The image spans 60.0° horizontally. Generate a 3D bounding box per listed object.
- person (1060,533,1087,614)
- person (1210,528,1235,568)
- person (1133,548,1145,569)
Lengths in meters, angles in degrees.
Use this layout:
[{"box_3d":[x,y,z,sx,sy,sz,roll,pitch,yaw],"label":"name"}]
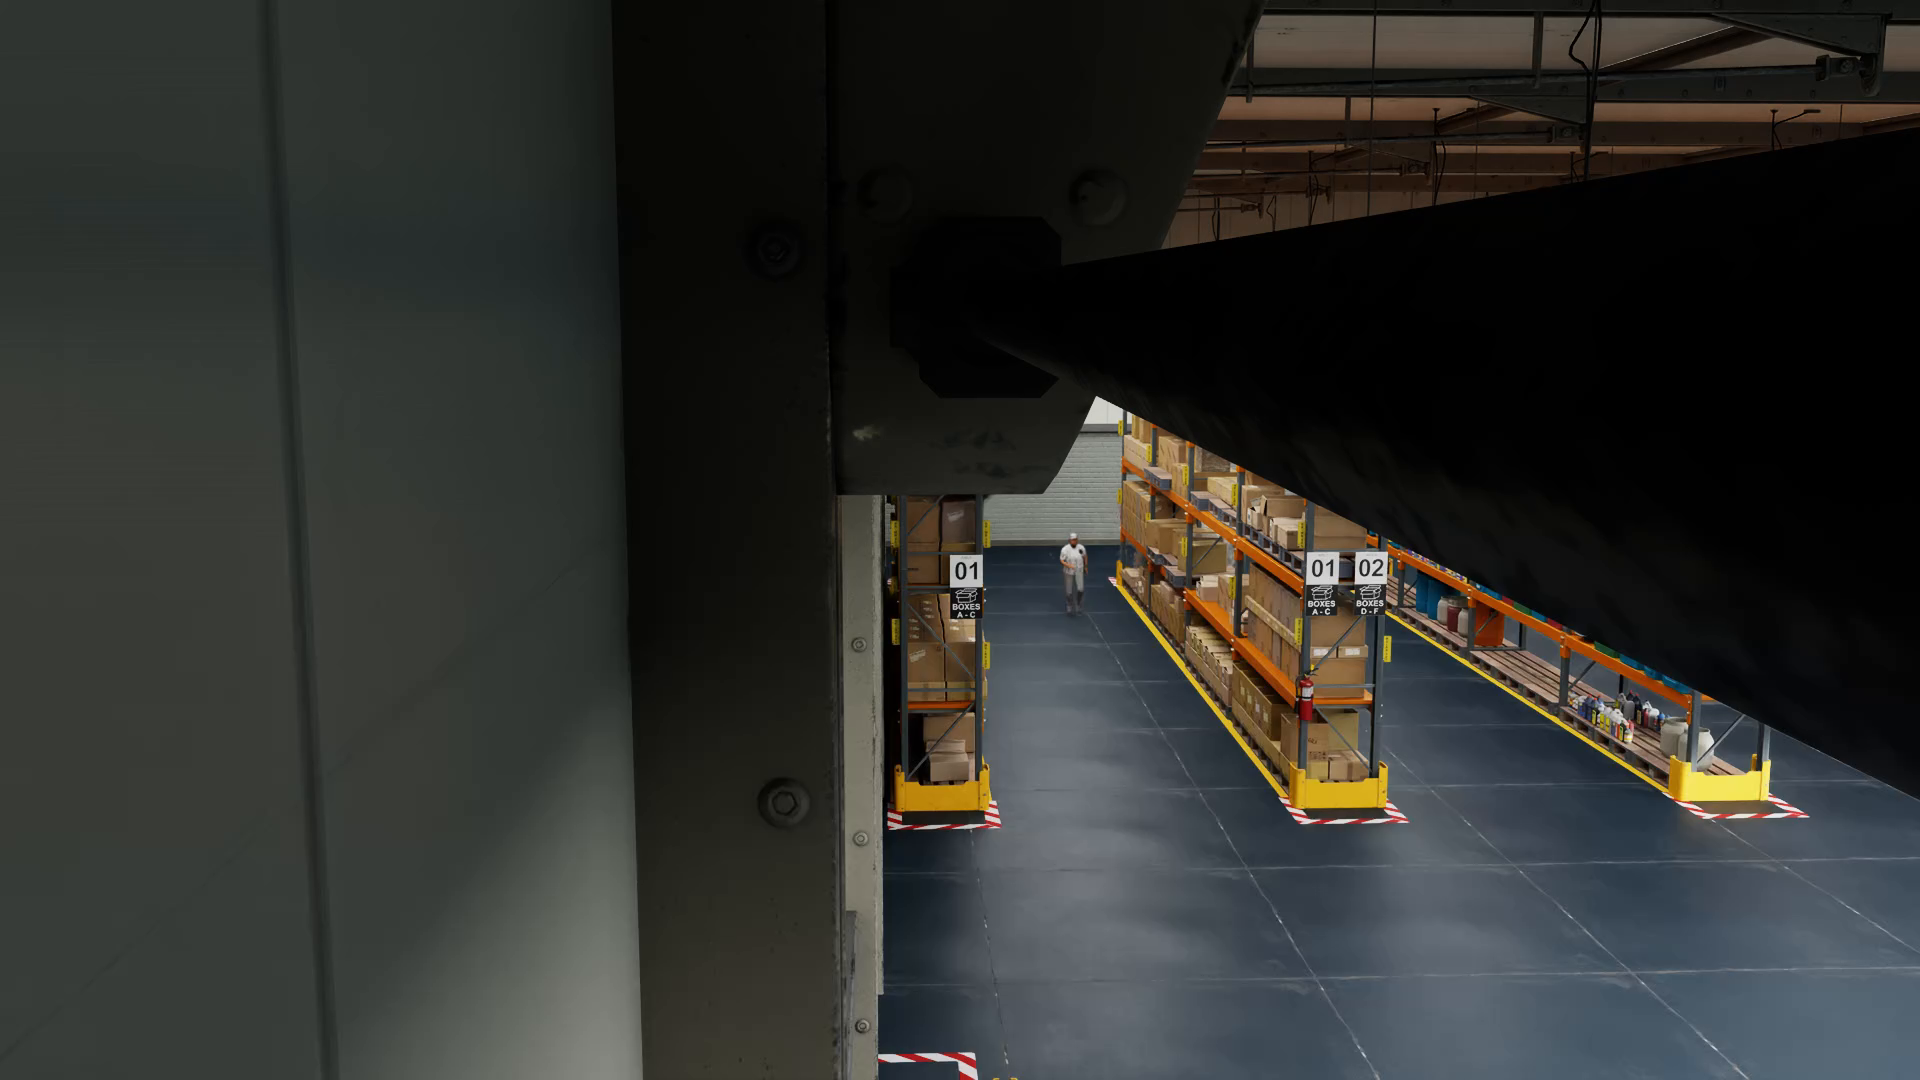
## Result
[{"box_3d":[2.264,0.664,32.944,0.577,1.626,0.718,-1,8,-4],"label":"person"},{"box_3d":[5.834,0.126,36.377,0.718,1.715,0.518,-8,11,-42],"label":"person"},{"box_3d":[4.183,-0.090,37.952,0.566,1.686,0.659,6,11,37],"label":"person"}]
